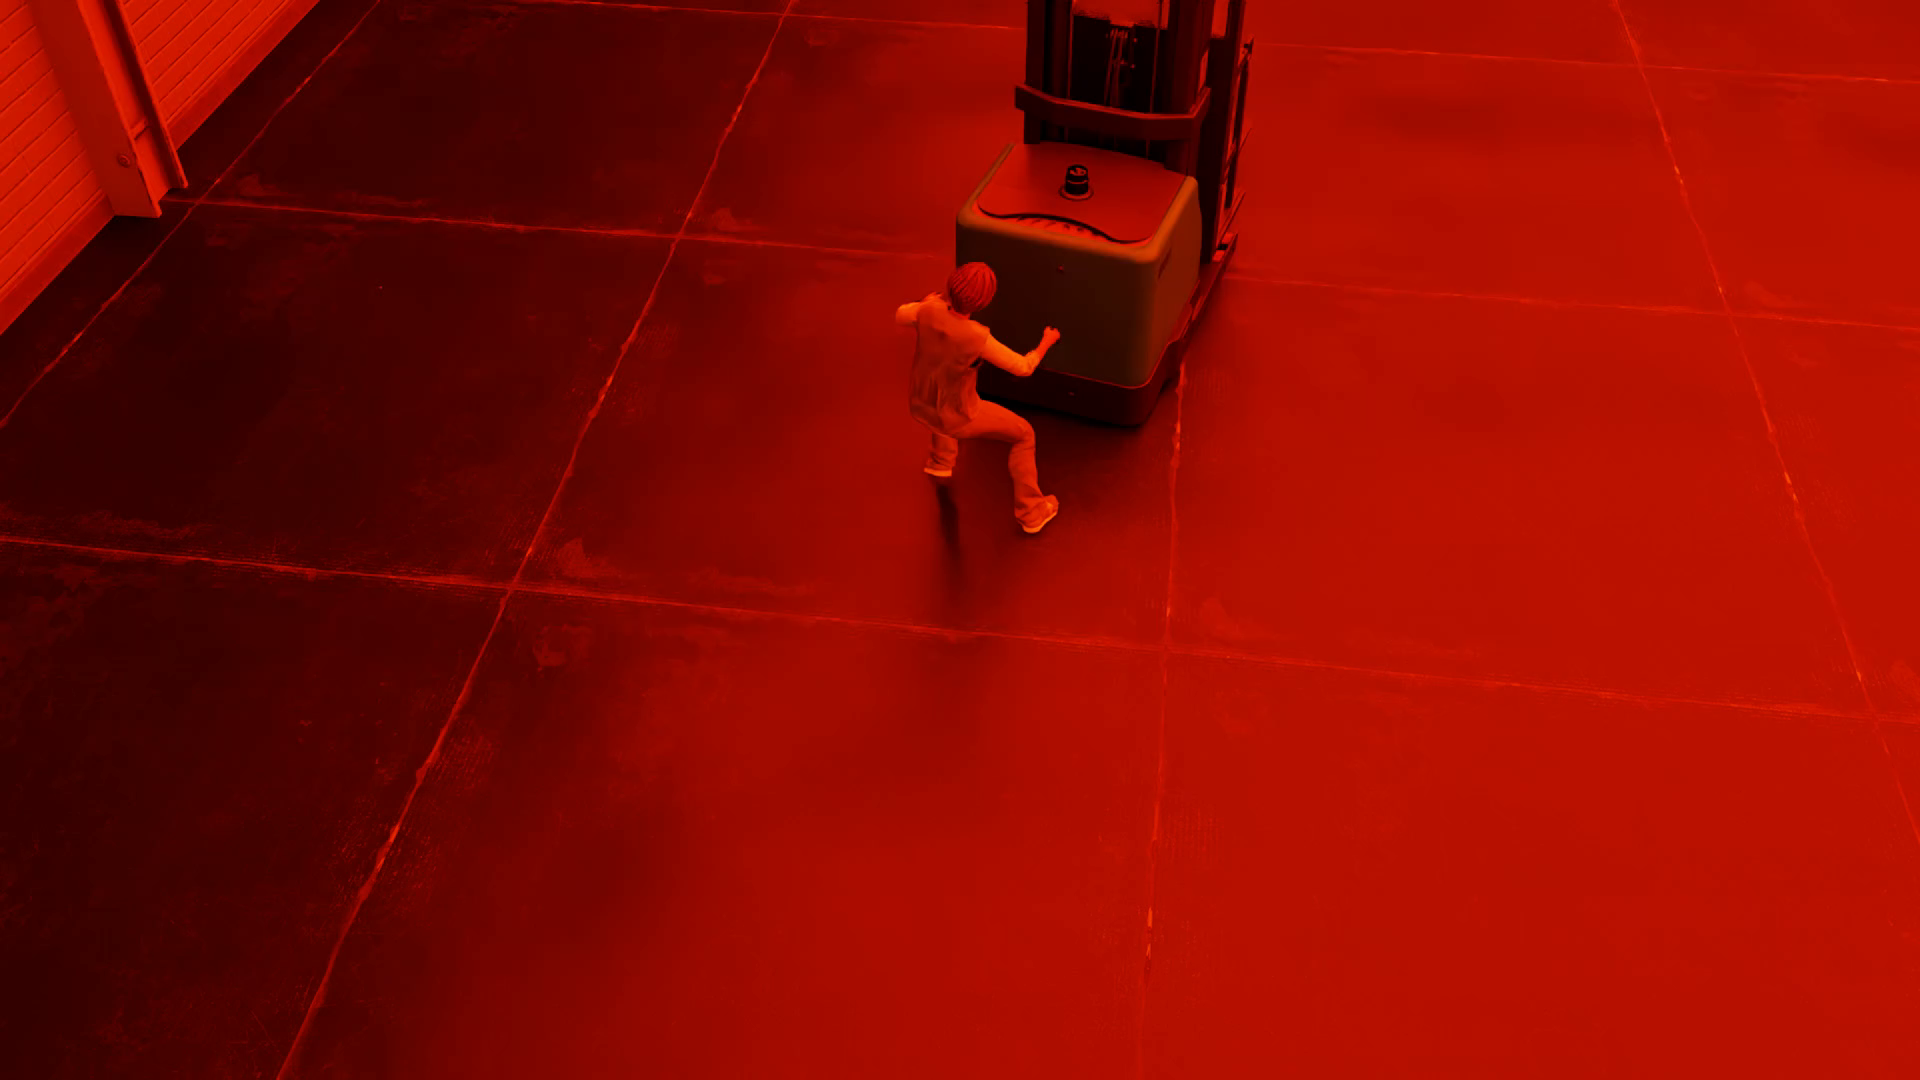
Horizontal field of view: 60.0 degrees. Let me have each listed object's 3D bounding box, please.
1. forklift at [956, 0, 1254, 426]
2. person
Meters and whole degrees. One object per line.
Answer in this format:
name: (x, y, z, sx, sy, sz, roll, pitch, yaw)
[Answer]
forklift: (0.966, -2.666, 8.627, 1.130, 2.935, 3.031, 15, 45, 15)
person: (0.080, -0.740, 7.663, 0.823, 1.393, 0.680, 28, 50, 27)
